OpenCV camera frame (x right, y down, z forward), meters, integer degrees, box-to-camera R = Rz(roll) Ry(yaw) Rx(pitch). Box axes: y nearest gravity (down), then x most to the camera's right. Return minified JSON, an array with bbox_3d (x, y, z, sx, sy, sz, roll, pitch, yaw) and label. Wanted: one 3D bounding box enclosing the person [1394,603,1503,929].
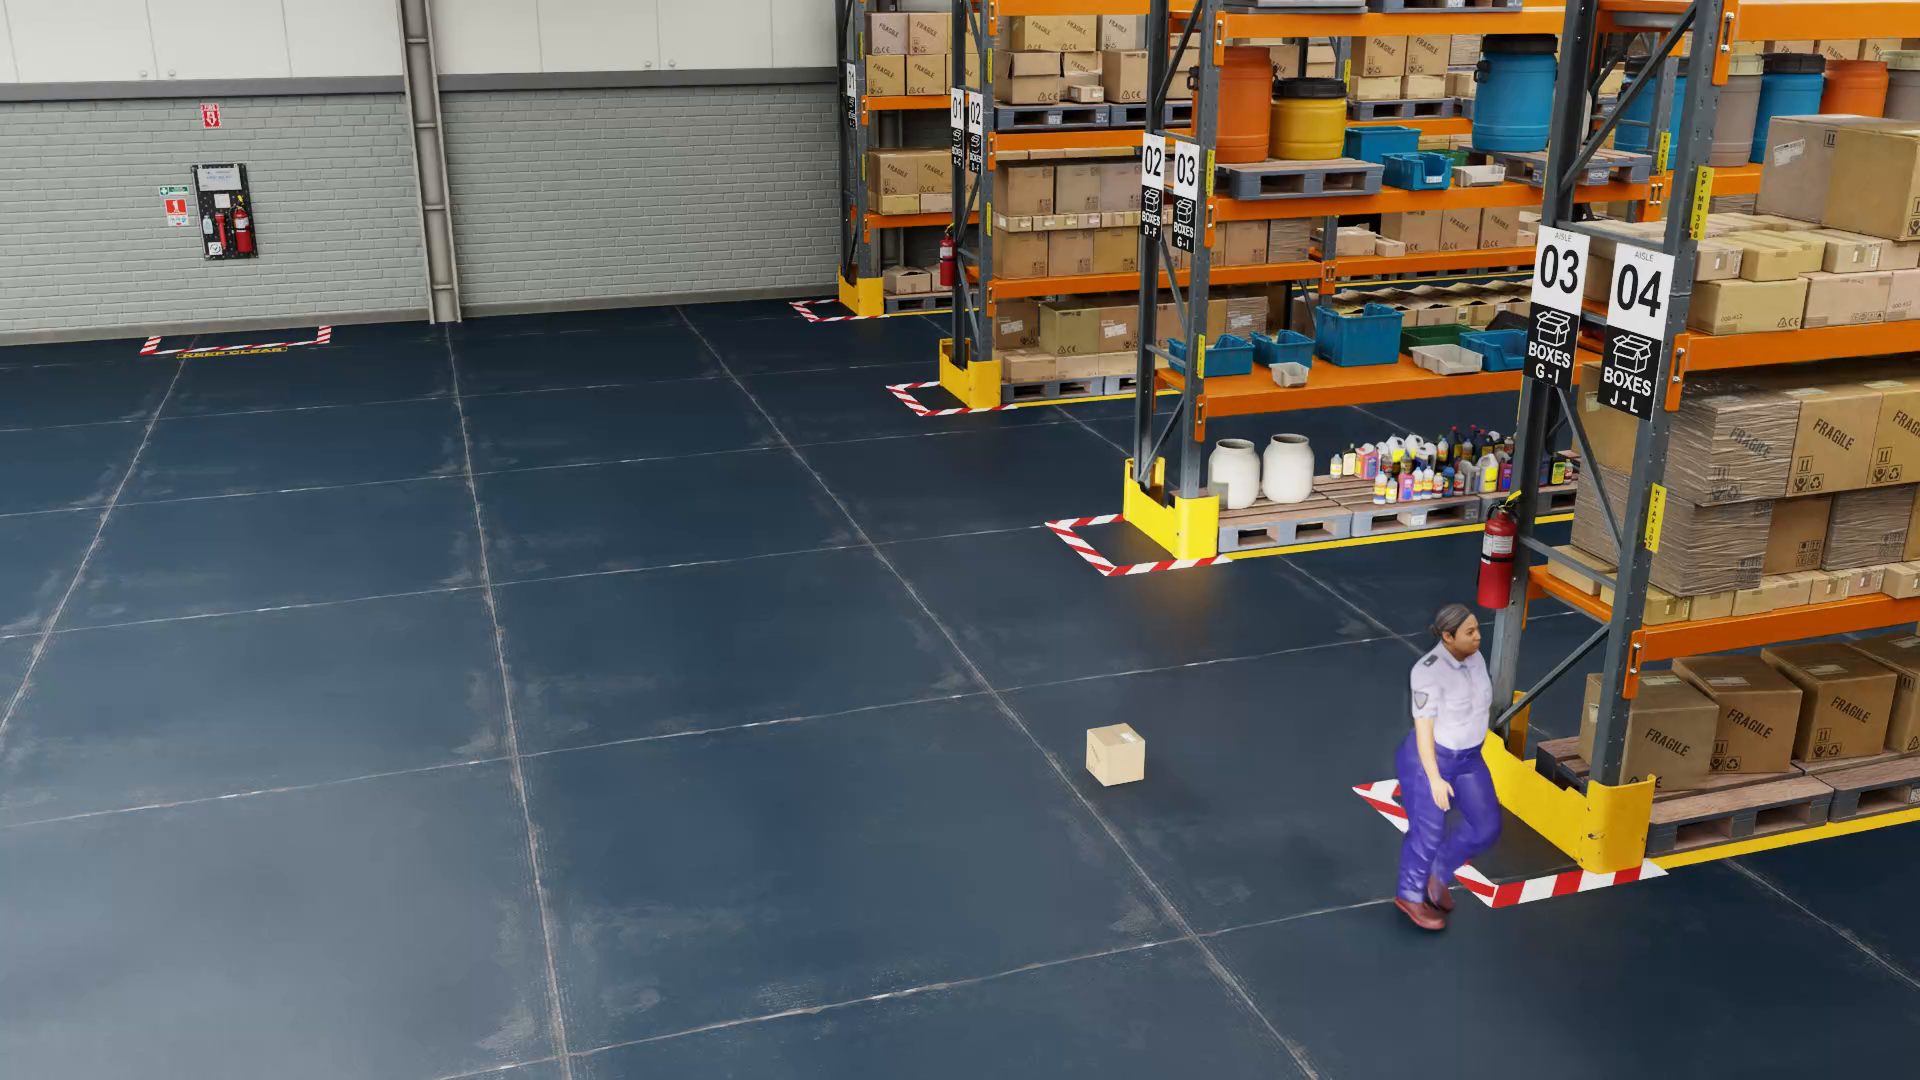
[{"bbox_3d":[2.344,1.093,7.947,0.495,1.675,0.427,-13,23,-32],"label":"person"}]
